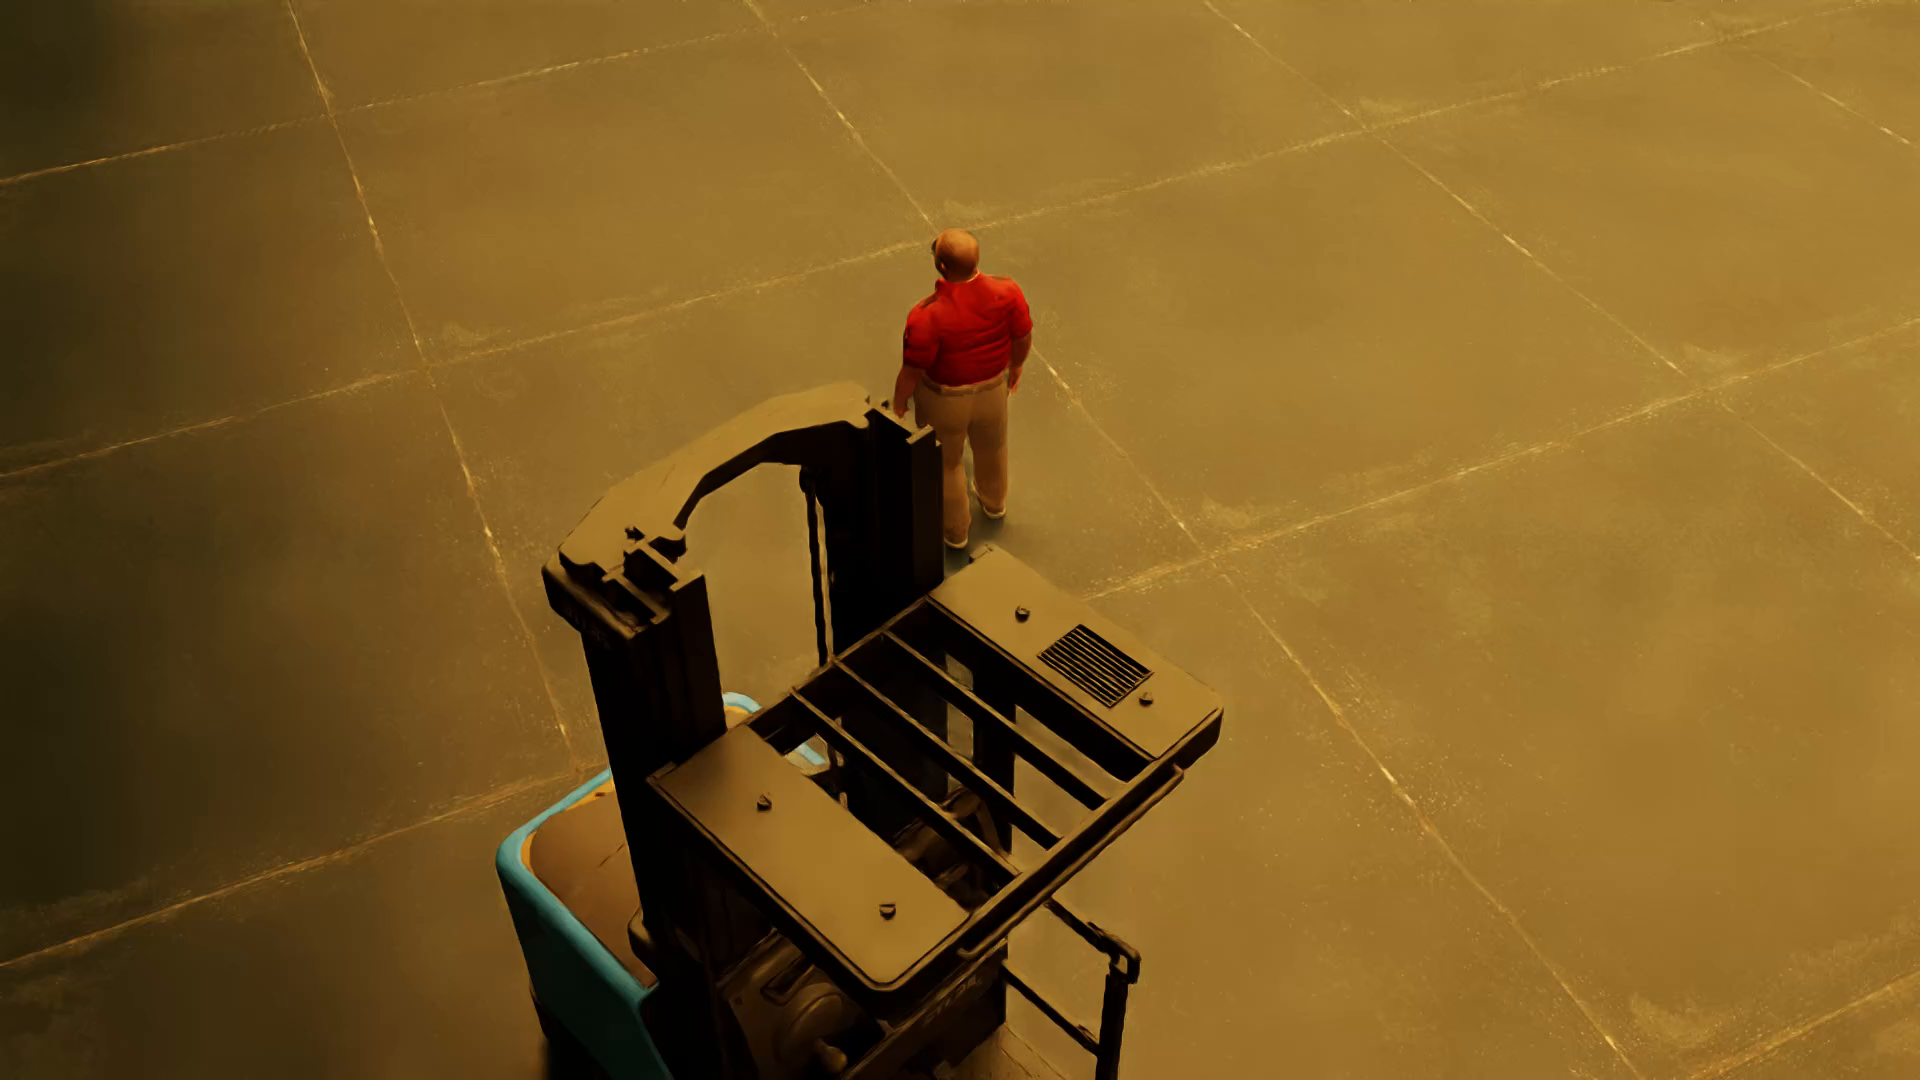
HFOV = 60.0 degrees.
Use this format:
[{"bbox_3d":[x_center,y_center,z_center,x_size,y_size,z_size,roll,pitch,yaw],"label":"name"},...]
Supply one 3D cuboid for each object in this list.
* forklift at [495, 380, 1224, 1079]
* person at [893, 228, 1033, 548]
[{"bbox_3d":[-0.088,1.158,4.439,1.130,2.935,3.031,-34,53,-31],"label":"forklift"},{"bbox_3d":[-0.027,-0.695,7.298,0.640,1.723,0.550,-18,46,-18],"label":"person"}]
